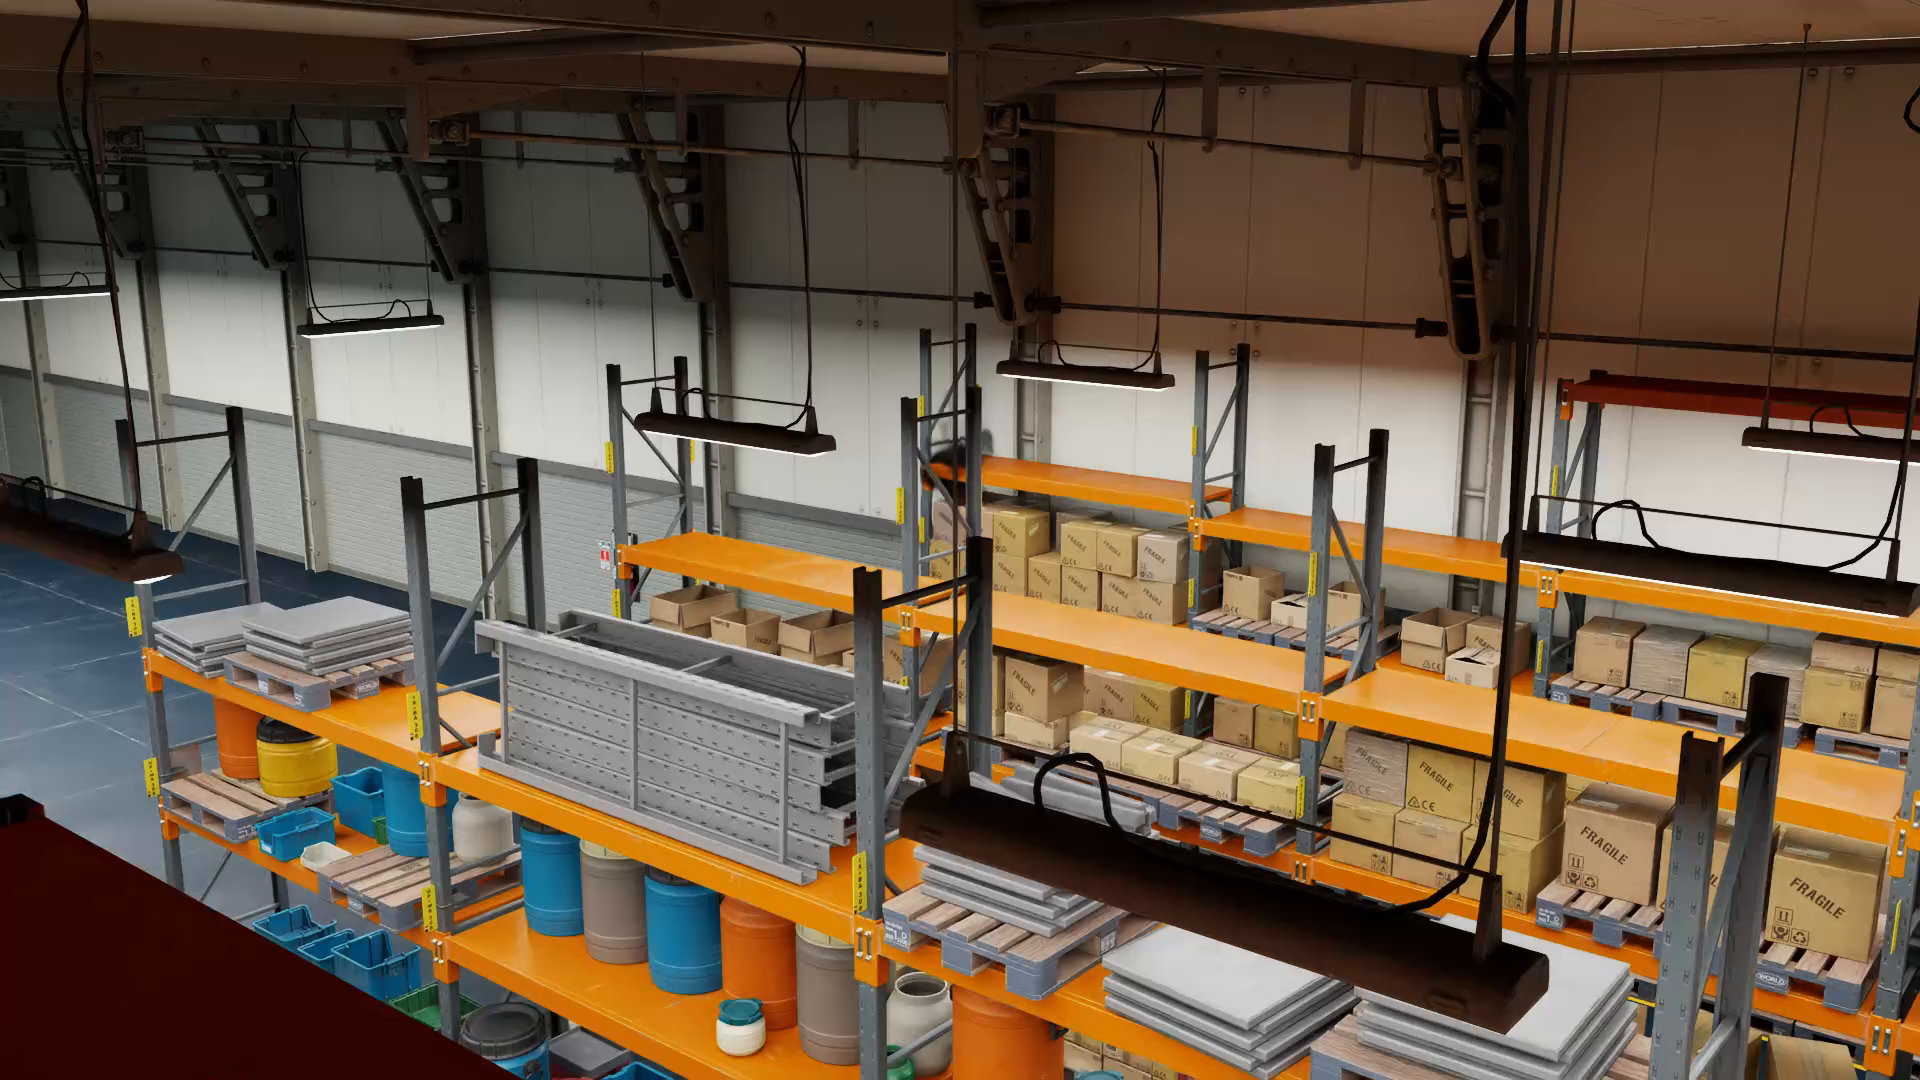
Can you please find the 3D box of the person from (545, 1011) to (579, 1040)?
[{"bbox_3d":[-3.341,4.077,14.221,0.626,1.750,0.680,10,16,37],"label":"person"}]
